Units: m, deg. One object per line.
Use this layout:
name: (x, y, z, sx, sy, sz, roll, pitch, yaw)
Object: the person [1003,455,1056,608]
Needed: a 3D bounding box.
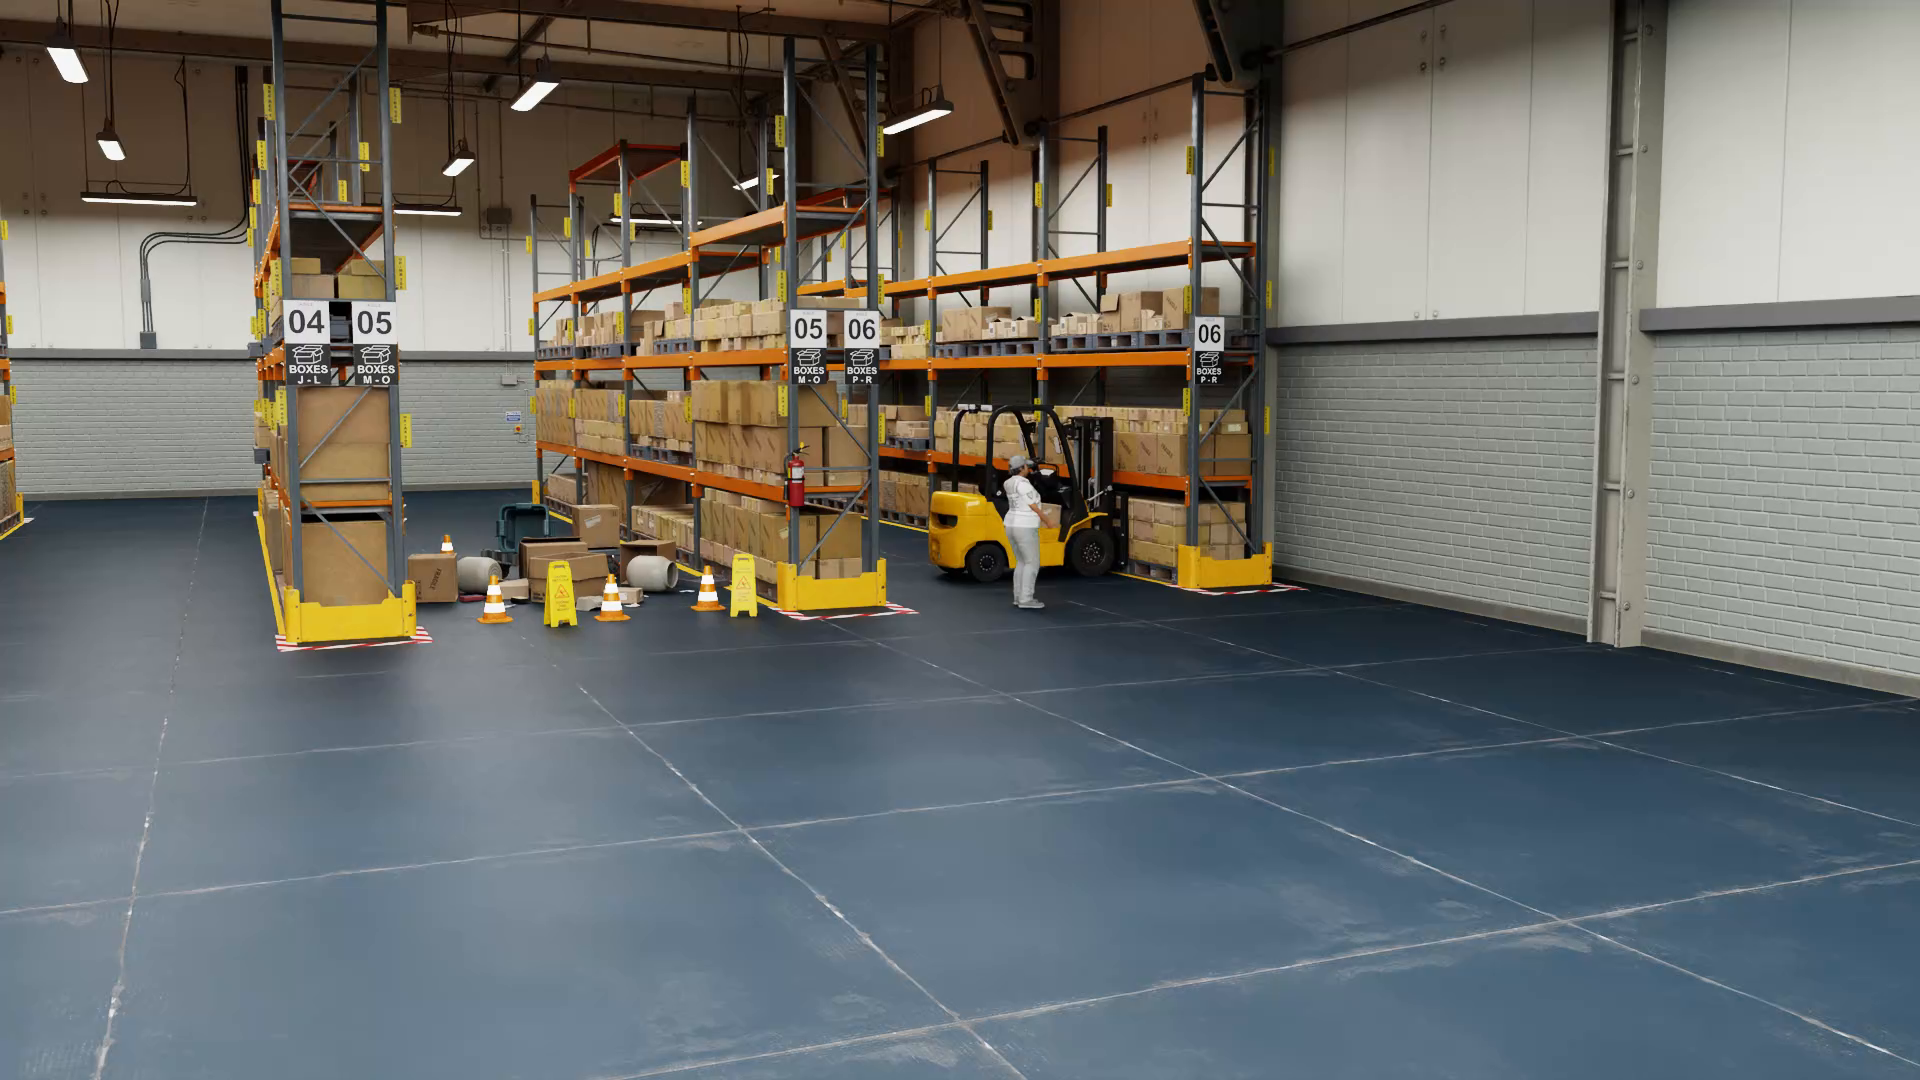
person: (0.747, -0.100, 18.076, 0.534, 1.653, 0.453, -2, 6, -24)
